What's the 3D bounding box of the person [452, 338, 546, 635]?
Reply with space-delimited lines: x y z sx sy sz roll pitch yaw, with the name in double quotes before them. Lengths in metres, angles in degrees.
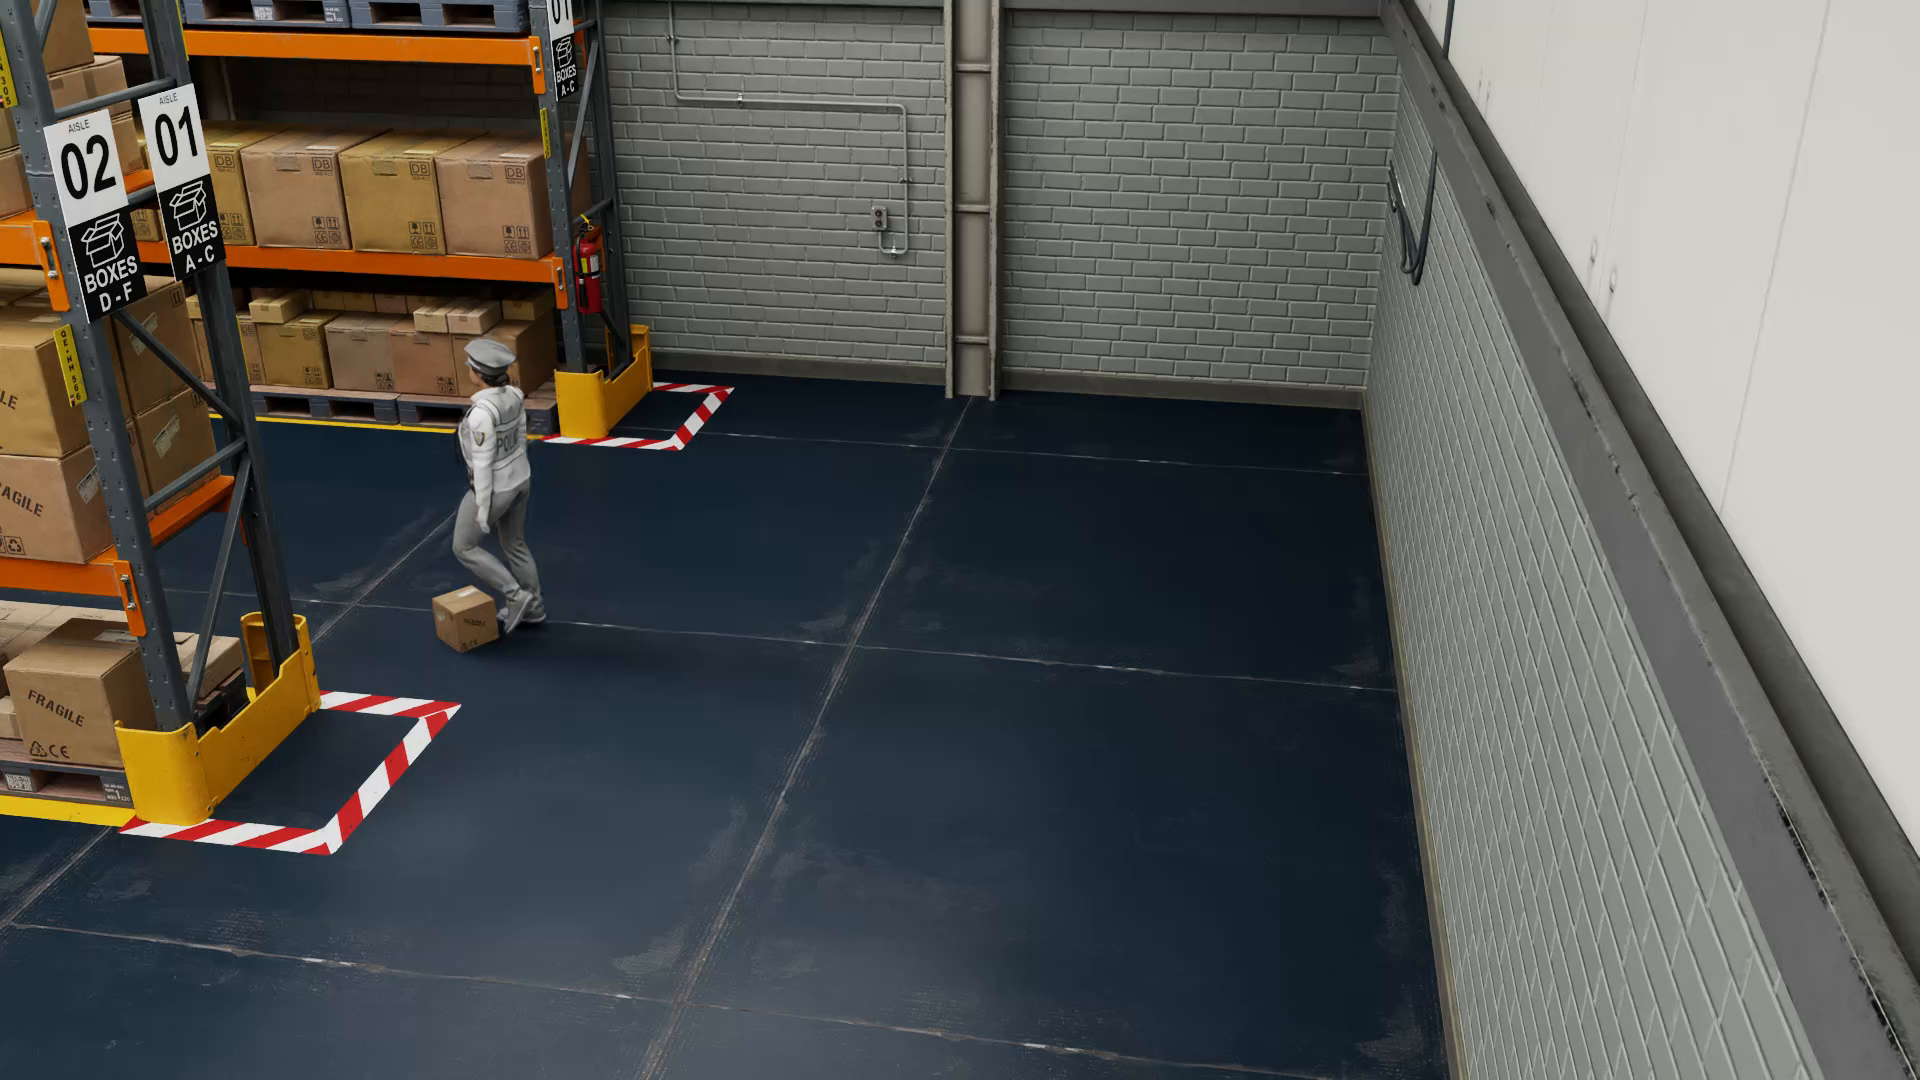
"person" -2.556 -0.290 9.131 0.417 1.689 0.516 8 26 16
